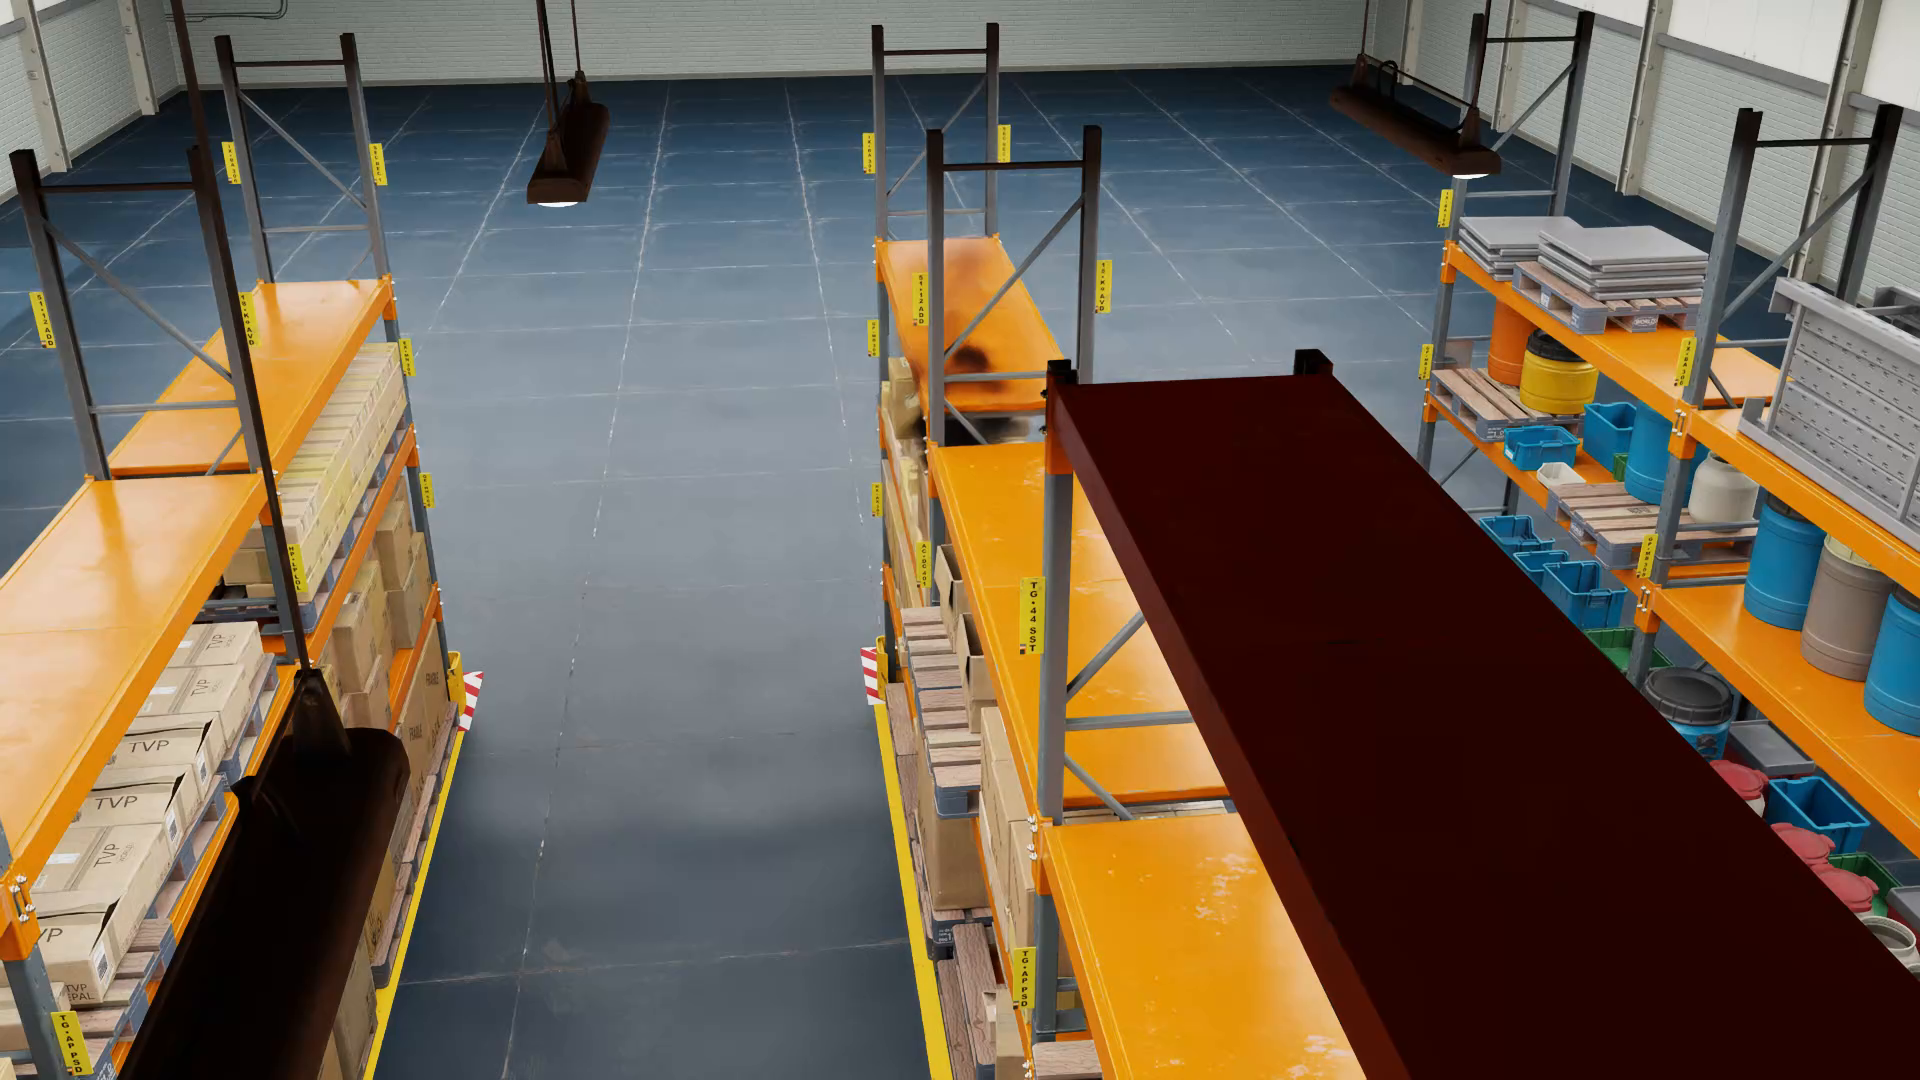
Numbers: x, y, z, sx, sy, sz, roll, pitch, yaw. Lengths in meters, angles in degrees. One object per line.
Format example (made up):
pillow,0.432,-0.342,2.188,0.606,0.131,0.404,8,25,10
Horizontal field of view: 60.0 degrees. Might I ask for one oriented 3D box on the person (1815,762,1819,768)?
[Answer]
person,6.553,1.711,12.980,0.597,1.656,0.803,-6,26,-13
